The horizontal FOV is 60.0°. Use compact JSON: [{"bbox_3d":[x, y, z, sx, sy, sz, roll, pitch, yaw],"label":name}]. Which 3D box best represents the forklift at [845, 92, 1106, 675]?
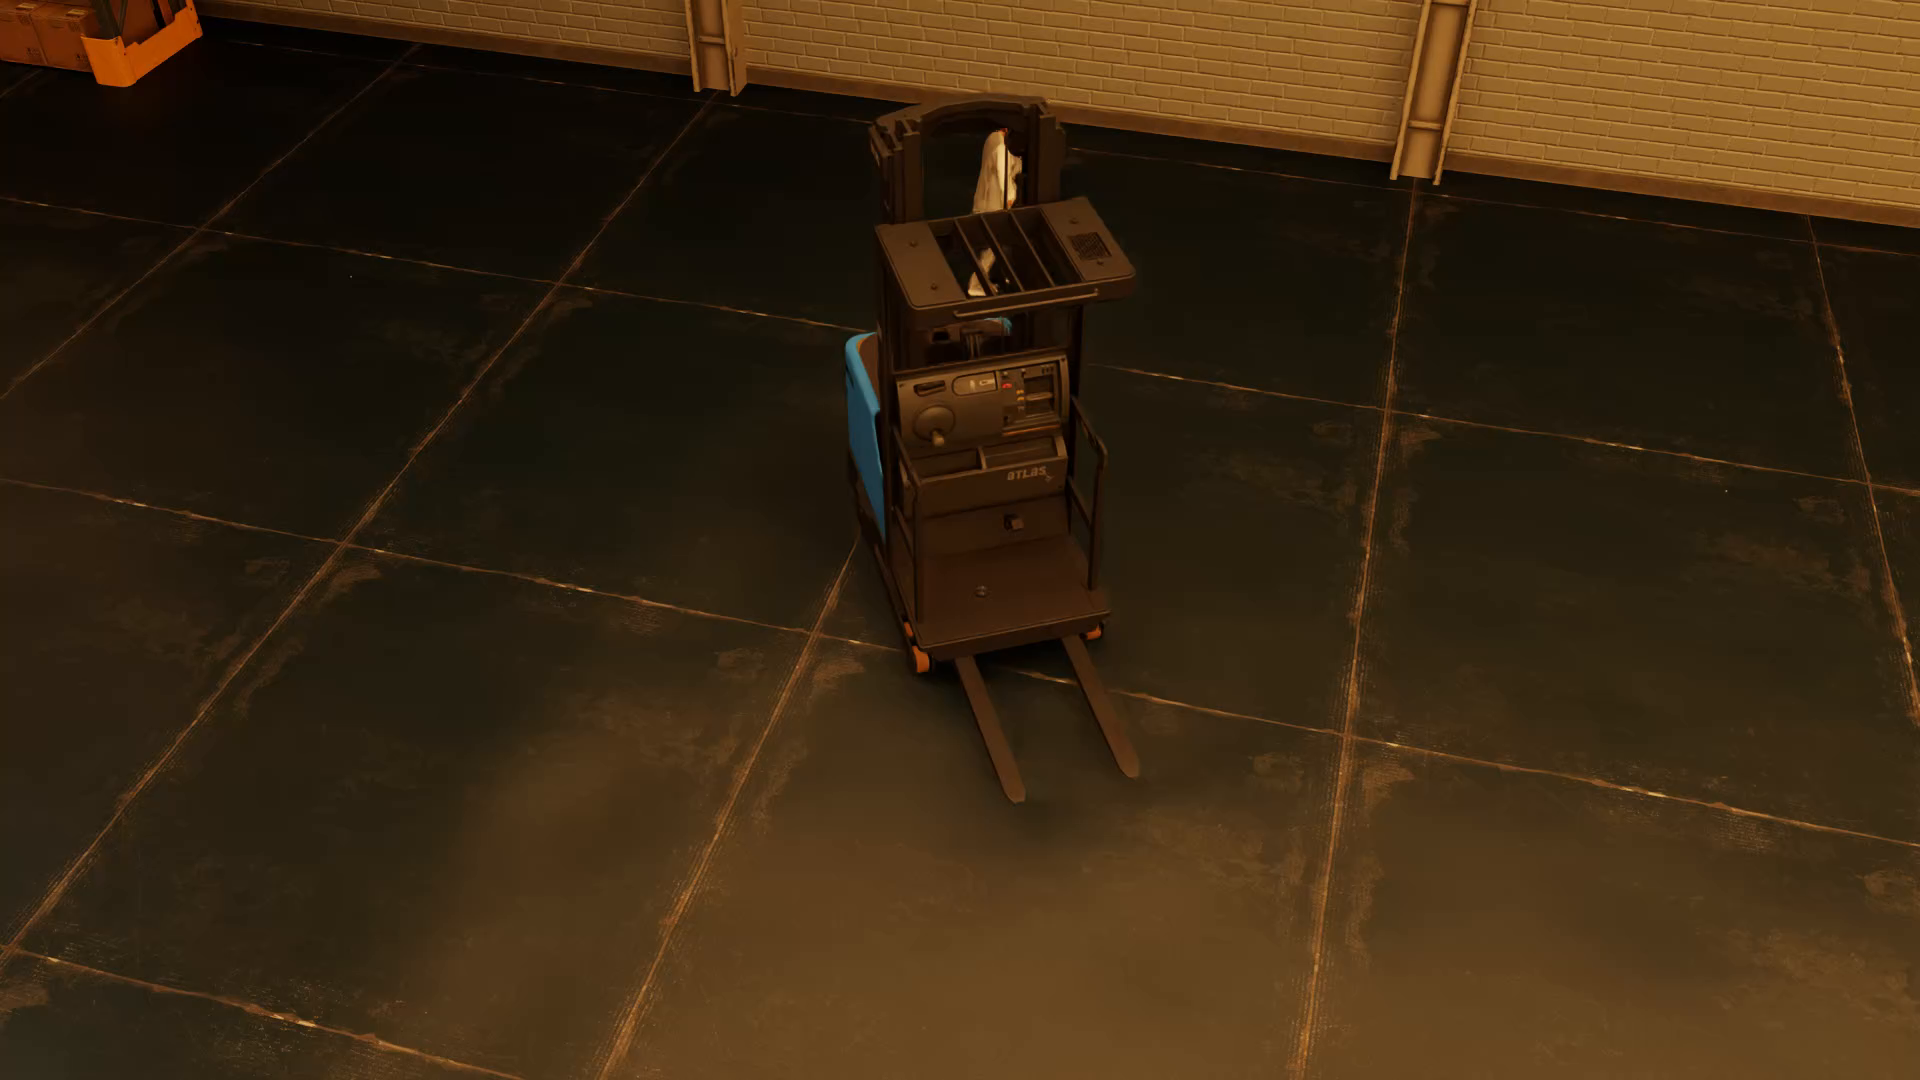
[{"bbox_3d":[0.185,-0.650,8.603,1.130,2.935,3.031,-10,42,-11],"label":"forklift"}]

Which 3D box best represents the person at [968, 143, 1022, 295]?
[{"bbox_3d":[0.330,-2.265,11.728,0.644,1.270,0.623,-19,45,-20],"label":"person"}]
